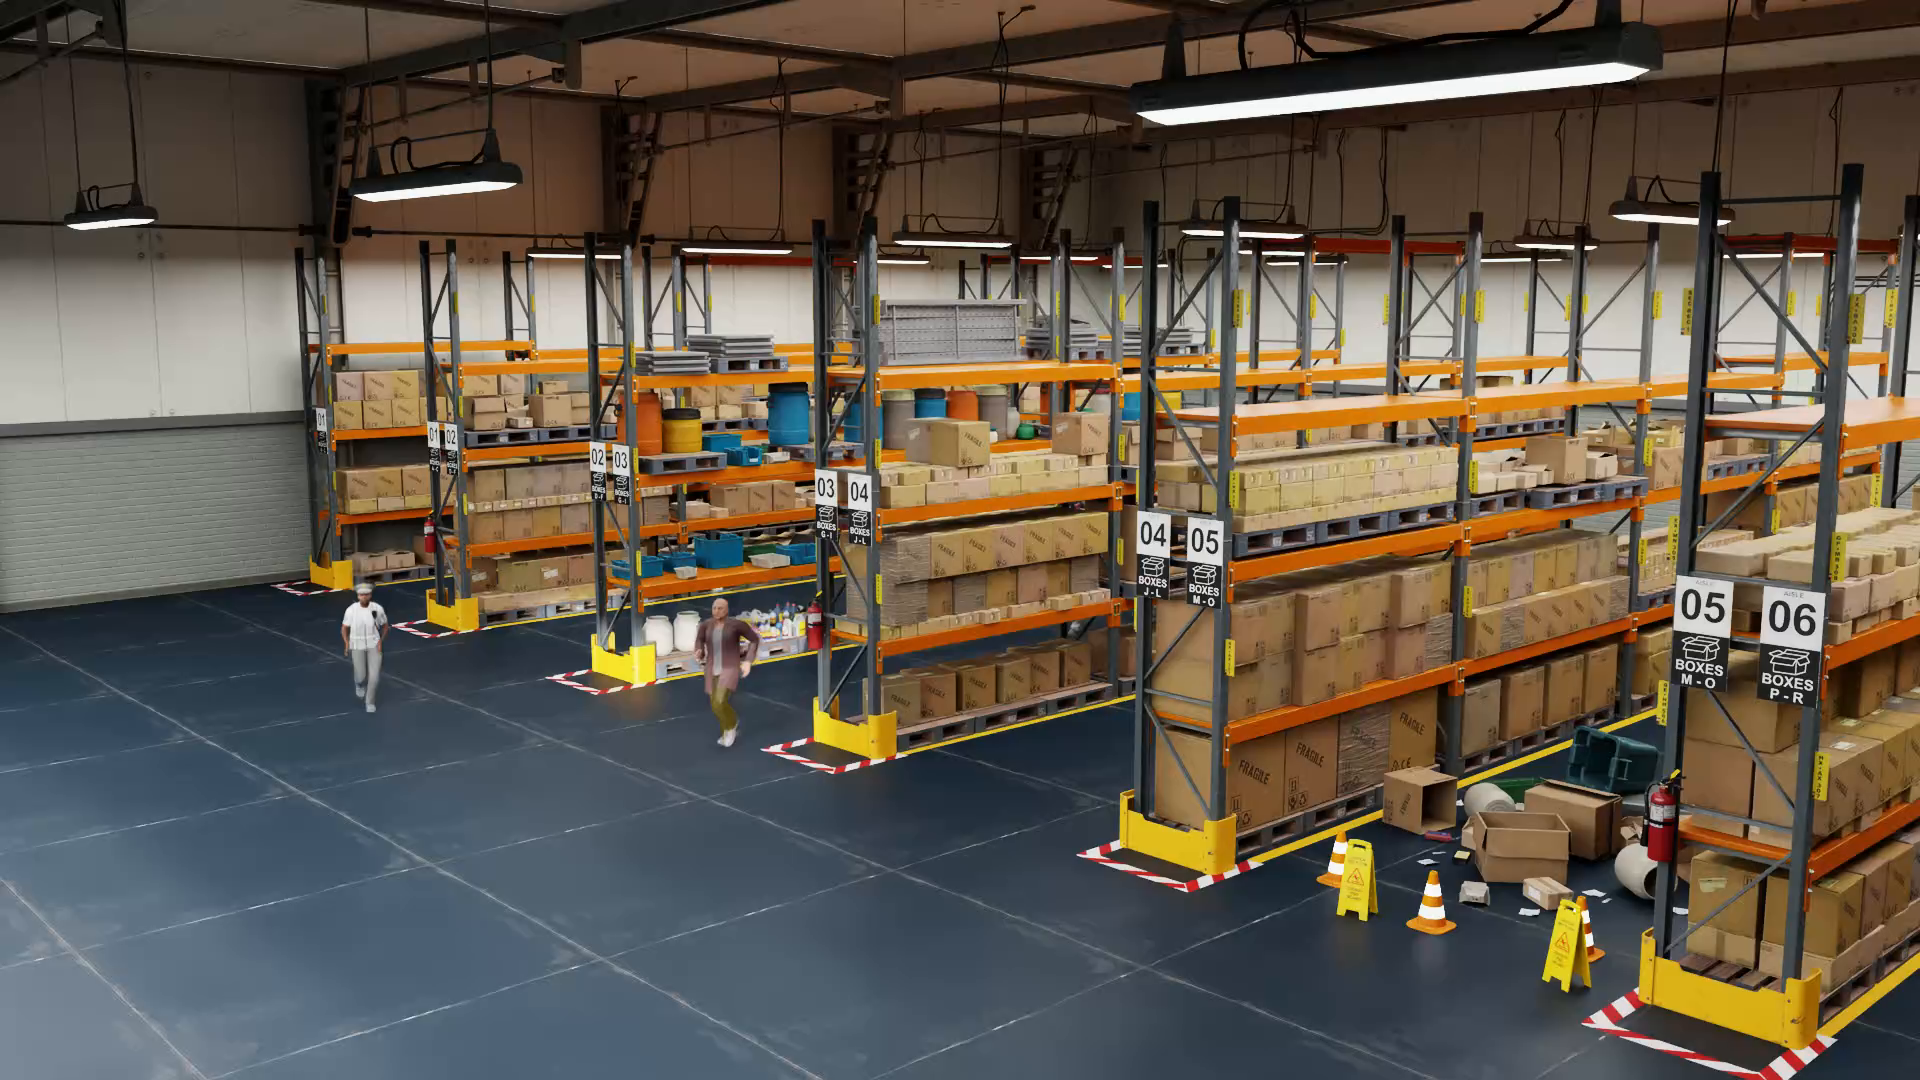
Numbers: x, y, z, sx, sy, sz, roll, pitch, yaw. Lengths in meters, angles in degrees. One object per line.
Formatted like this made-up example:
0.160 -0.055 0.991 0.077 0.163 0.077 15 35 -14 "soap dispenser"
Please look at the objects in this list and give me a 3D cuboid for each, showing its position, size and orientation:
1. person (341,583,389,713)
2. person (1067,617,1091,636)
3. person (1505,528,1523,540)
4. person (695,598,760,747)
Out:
-7.420 1.328 20.783 0.558 1.645 0.593 -3 9 -21 "person"
1.851 0.538 25.446 0.668 1.765 0.998 6 10 37 "person"
8.672 0.555 25.973 0.854 1.680 0.641 -6 10 -35 "person"
-2.724 1.566 19.081 0.731 1.657 0.755 3 9 22 "person"
